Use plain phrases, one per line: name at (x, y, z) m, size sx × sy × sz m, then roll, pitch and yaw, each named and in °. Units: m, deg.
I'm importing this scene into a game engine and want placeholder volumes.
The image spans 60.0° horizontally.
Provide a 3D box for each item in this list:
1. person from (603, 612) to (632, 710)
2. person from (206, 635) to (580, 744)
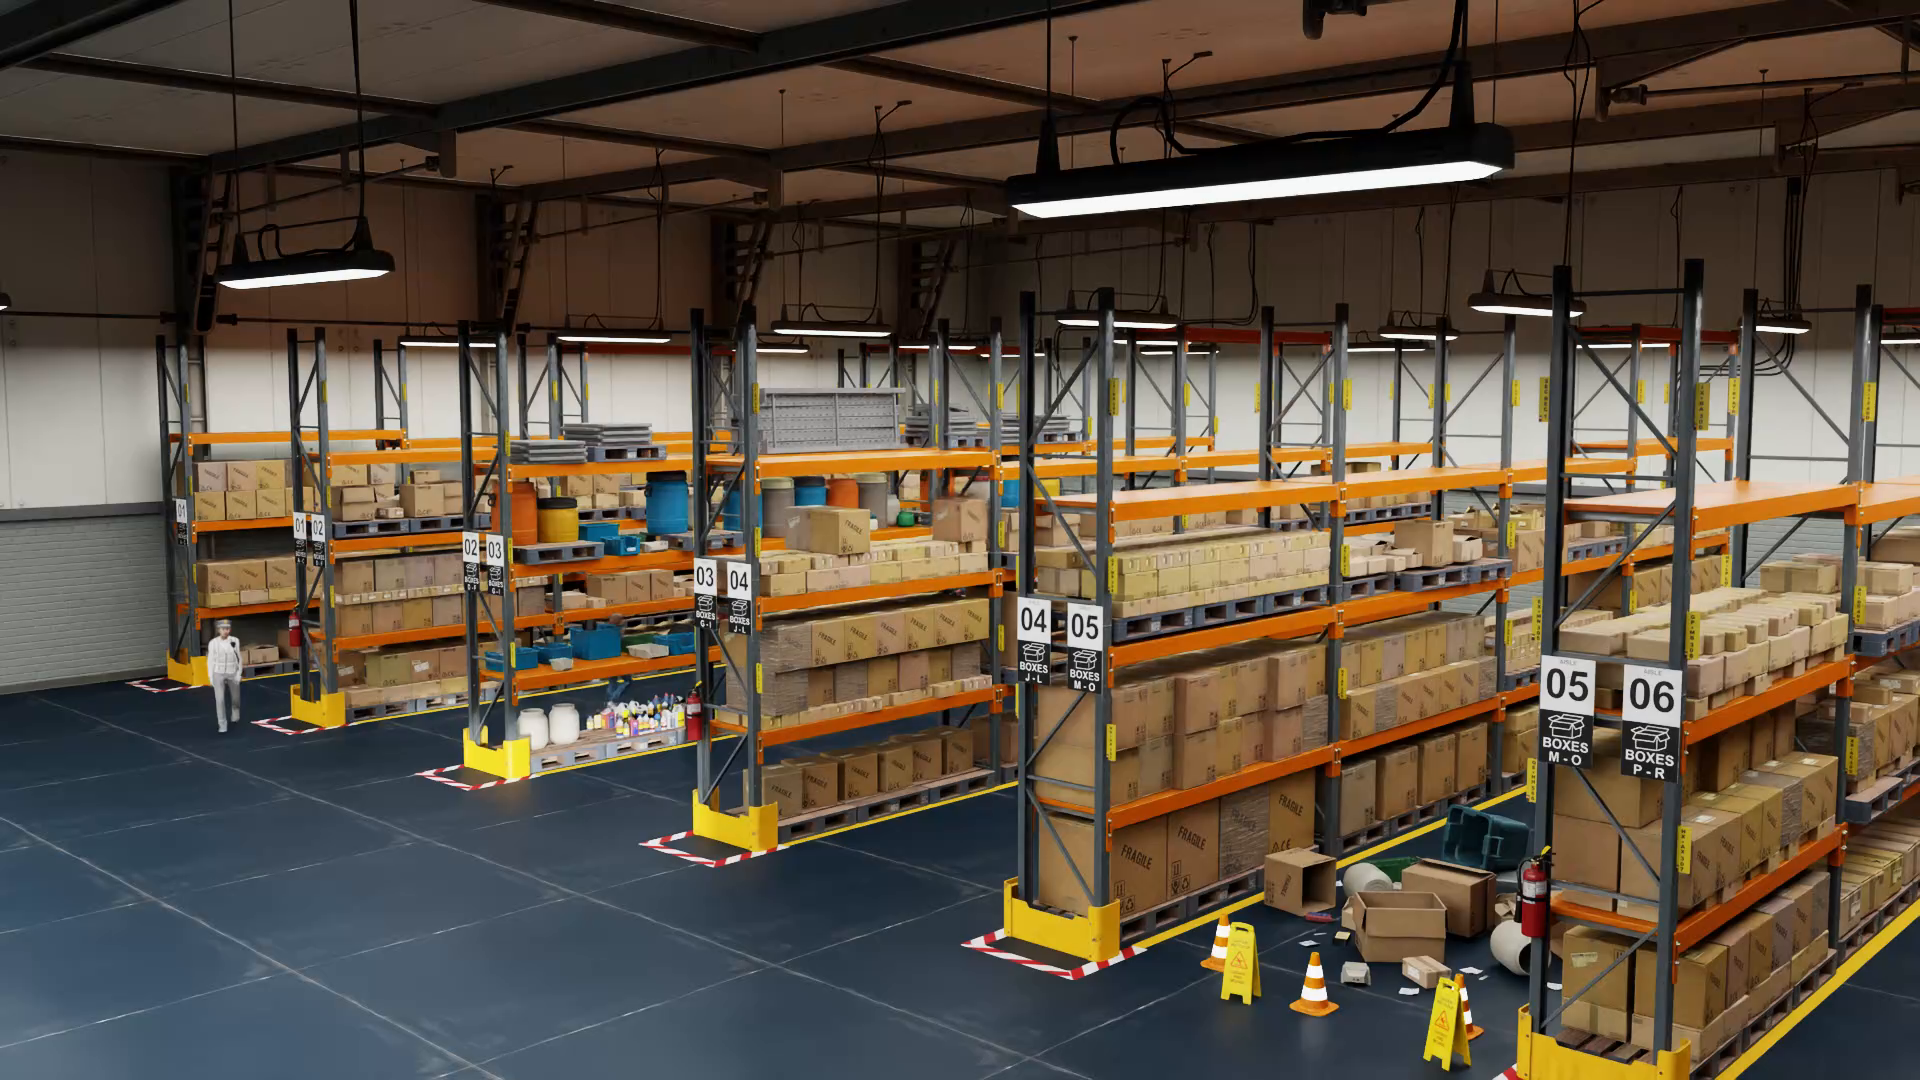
person at (4.376, 1.088, 24.060) m, size 13.129 × 3.469 × 15.754 m, roll -4°, pitch 7°, yaw -39°
person at (-8.240, 2.191, 23.984) m, size 4.738 × 1.417 × 4.570 m, roll -2°, pitch 6°, yaw -25°
